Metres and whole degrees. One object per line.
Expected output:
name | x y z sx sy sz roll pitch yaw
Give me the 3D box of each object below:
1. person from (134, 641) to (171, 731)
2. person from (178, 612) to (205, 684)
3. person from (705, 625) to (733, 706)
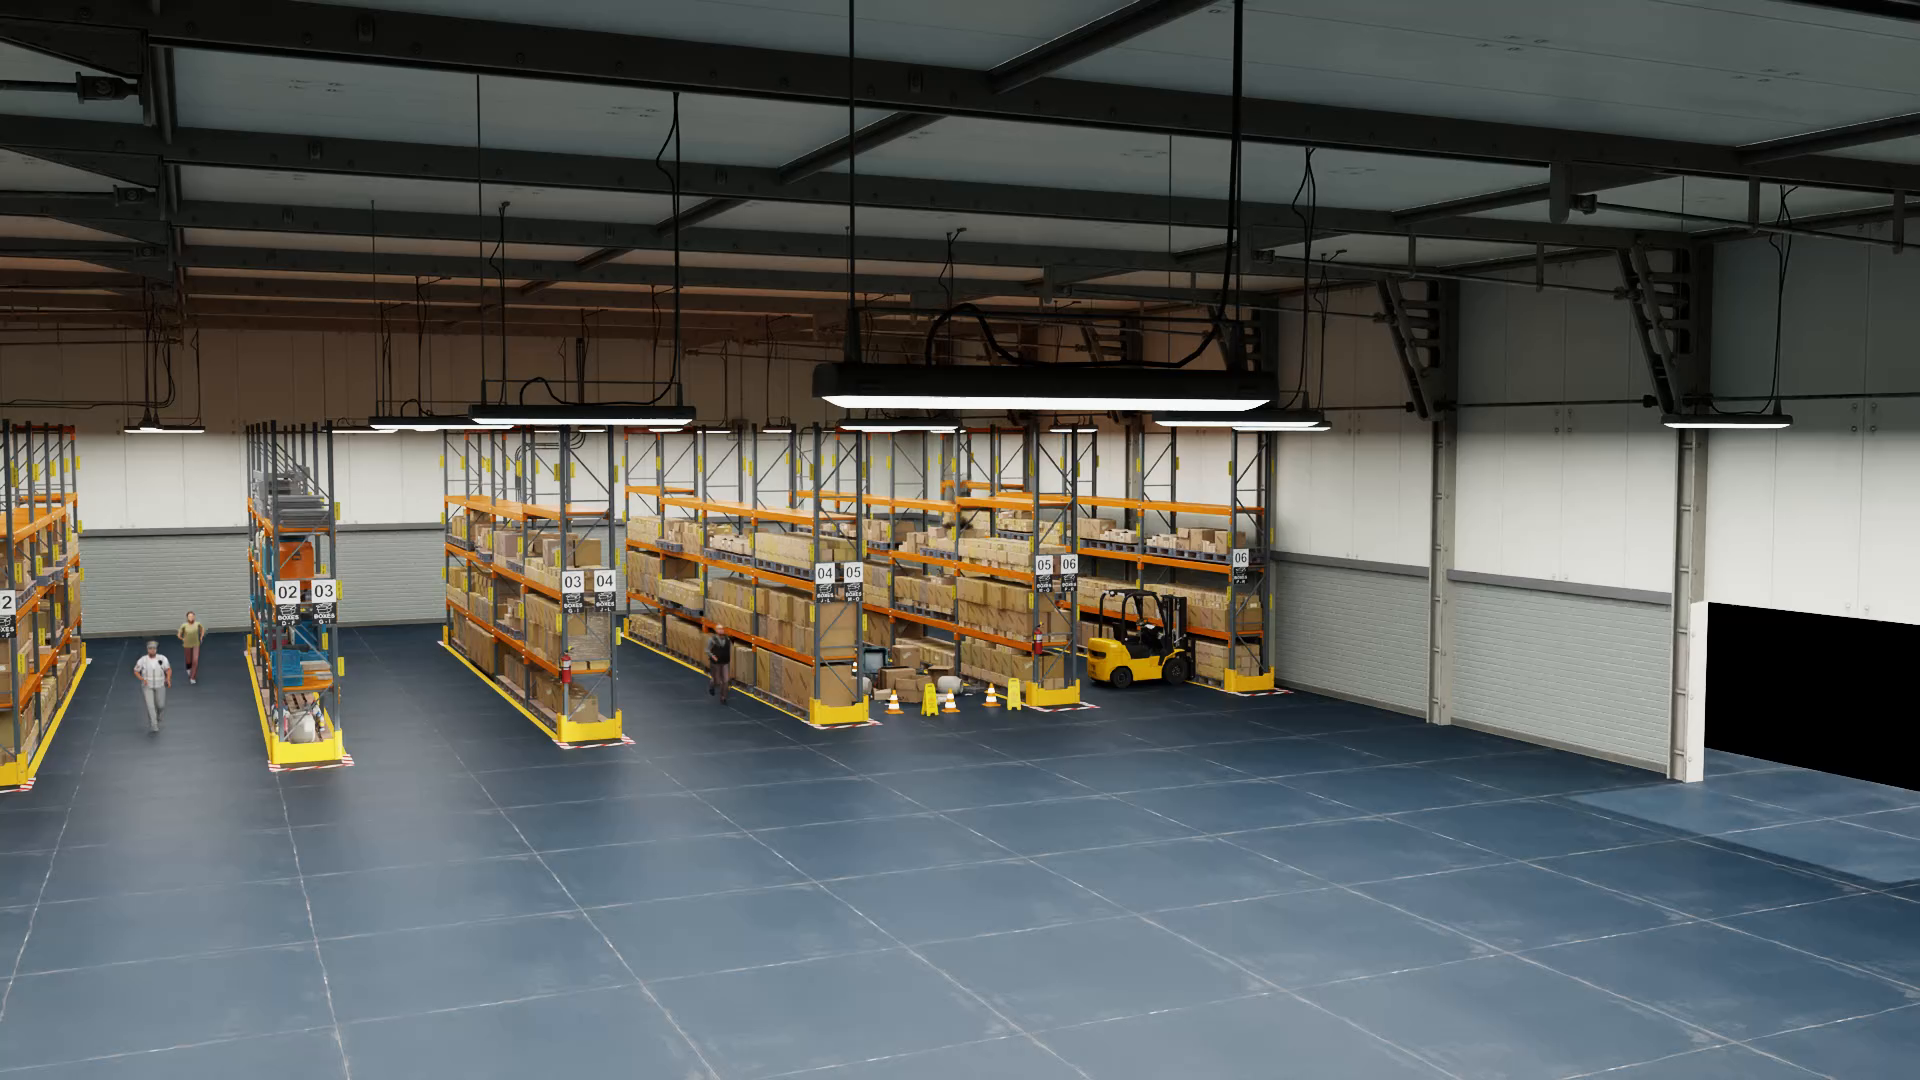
person | -15.736 2.836 32.441 0.665 1.746 0.578 -2 4 -30
person | -17.932 2.496 38.817 0.588 1.668 0.796 -2 4 -29
person | -5.156 2.666 35.664 0.671 1.718 0.799 -2 4 -28
